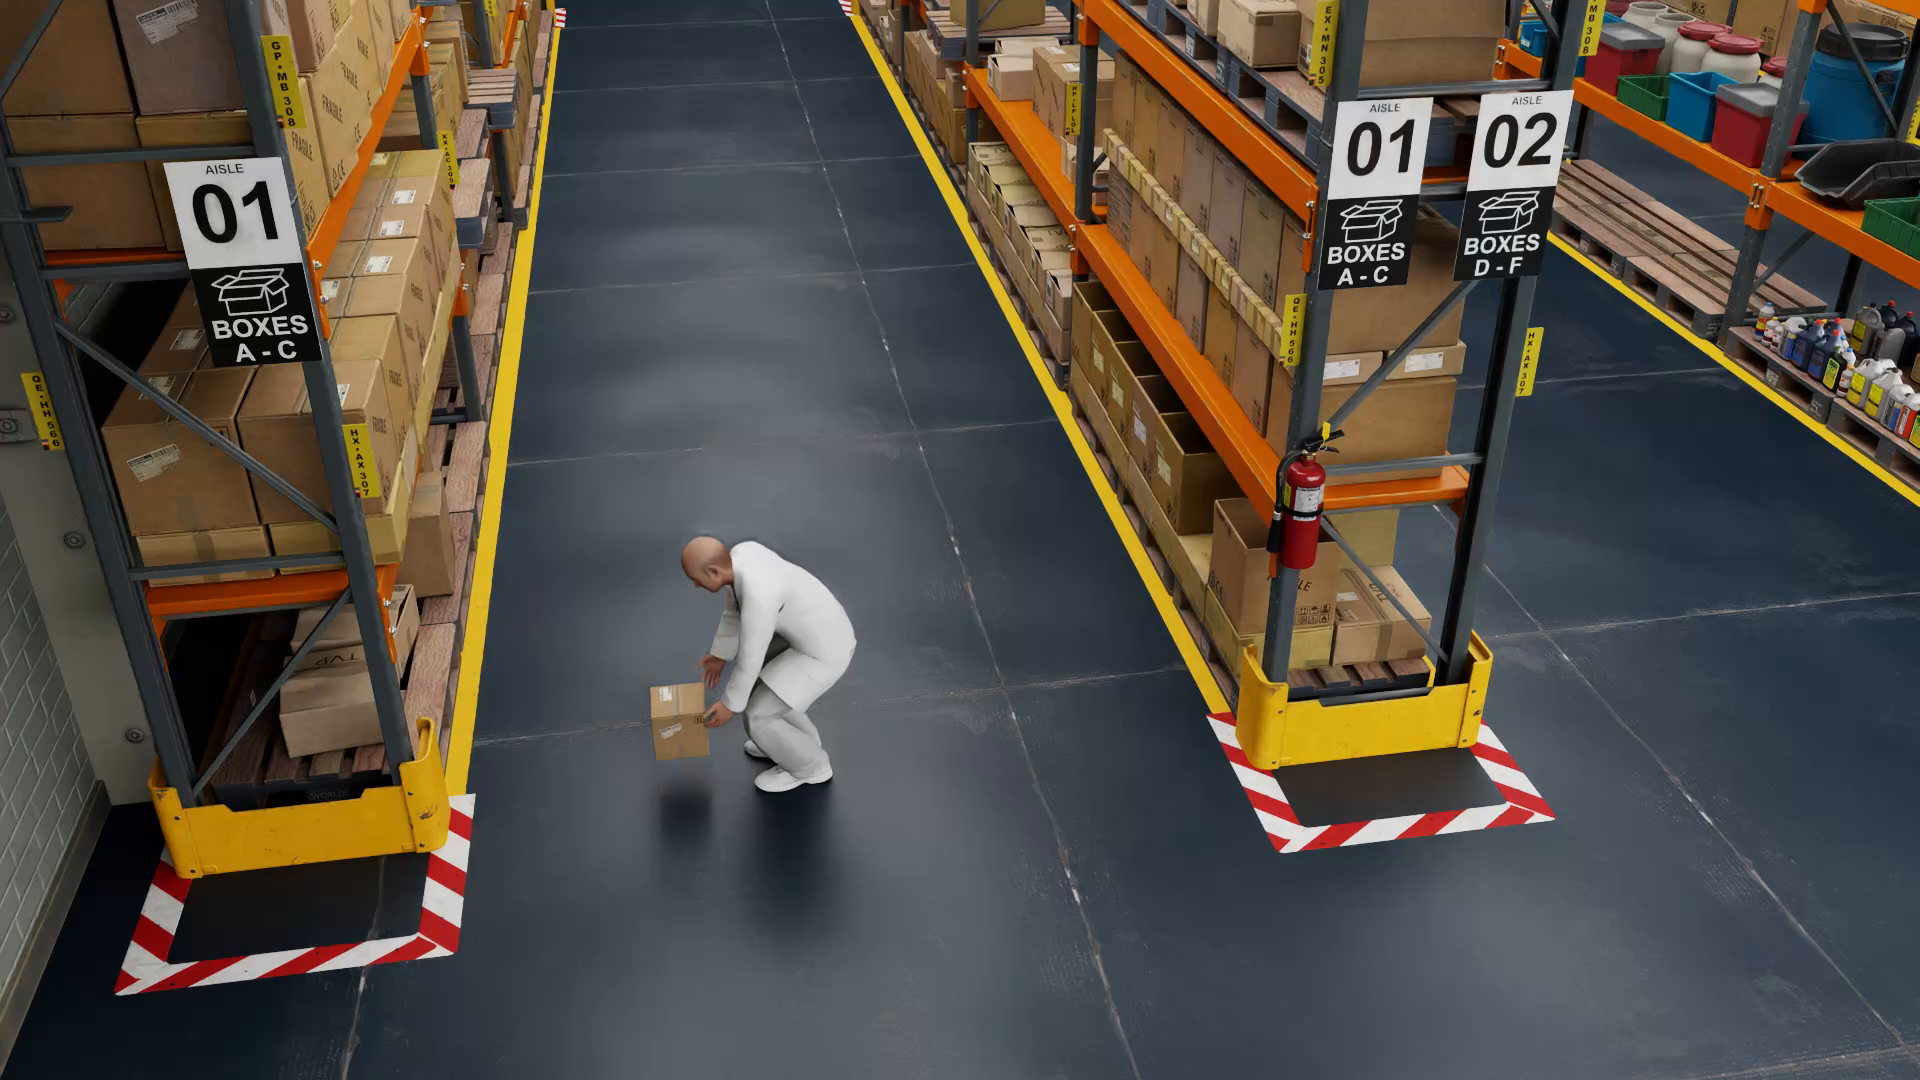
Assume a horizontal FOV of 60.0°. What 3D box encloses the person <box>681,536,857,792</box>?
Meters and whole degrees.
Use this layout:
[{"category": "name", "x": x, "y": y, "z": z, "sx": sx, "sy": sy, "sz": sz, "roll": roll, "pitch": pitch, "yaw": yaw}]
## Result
[{"category": "person", "x": -0.856, "y": 0.538, "z": 7.677, "sx": 0.764, "sy": 1.335, "sz": 0.631, "roll": -5, "pitch": 31, "yaw": -9}]
